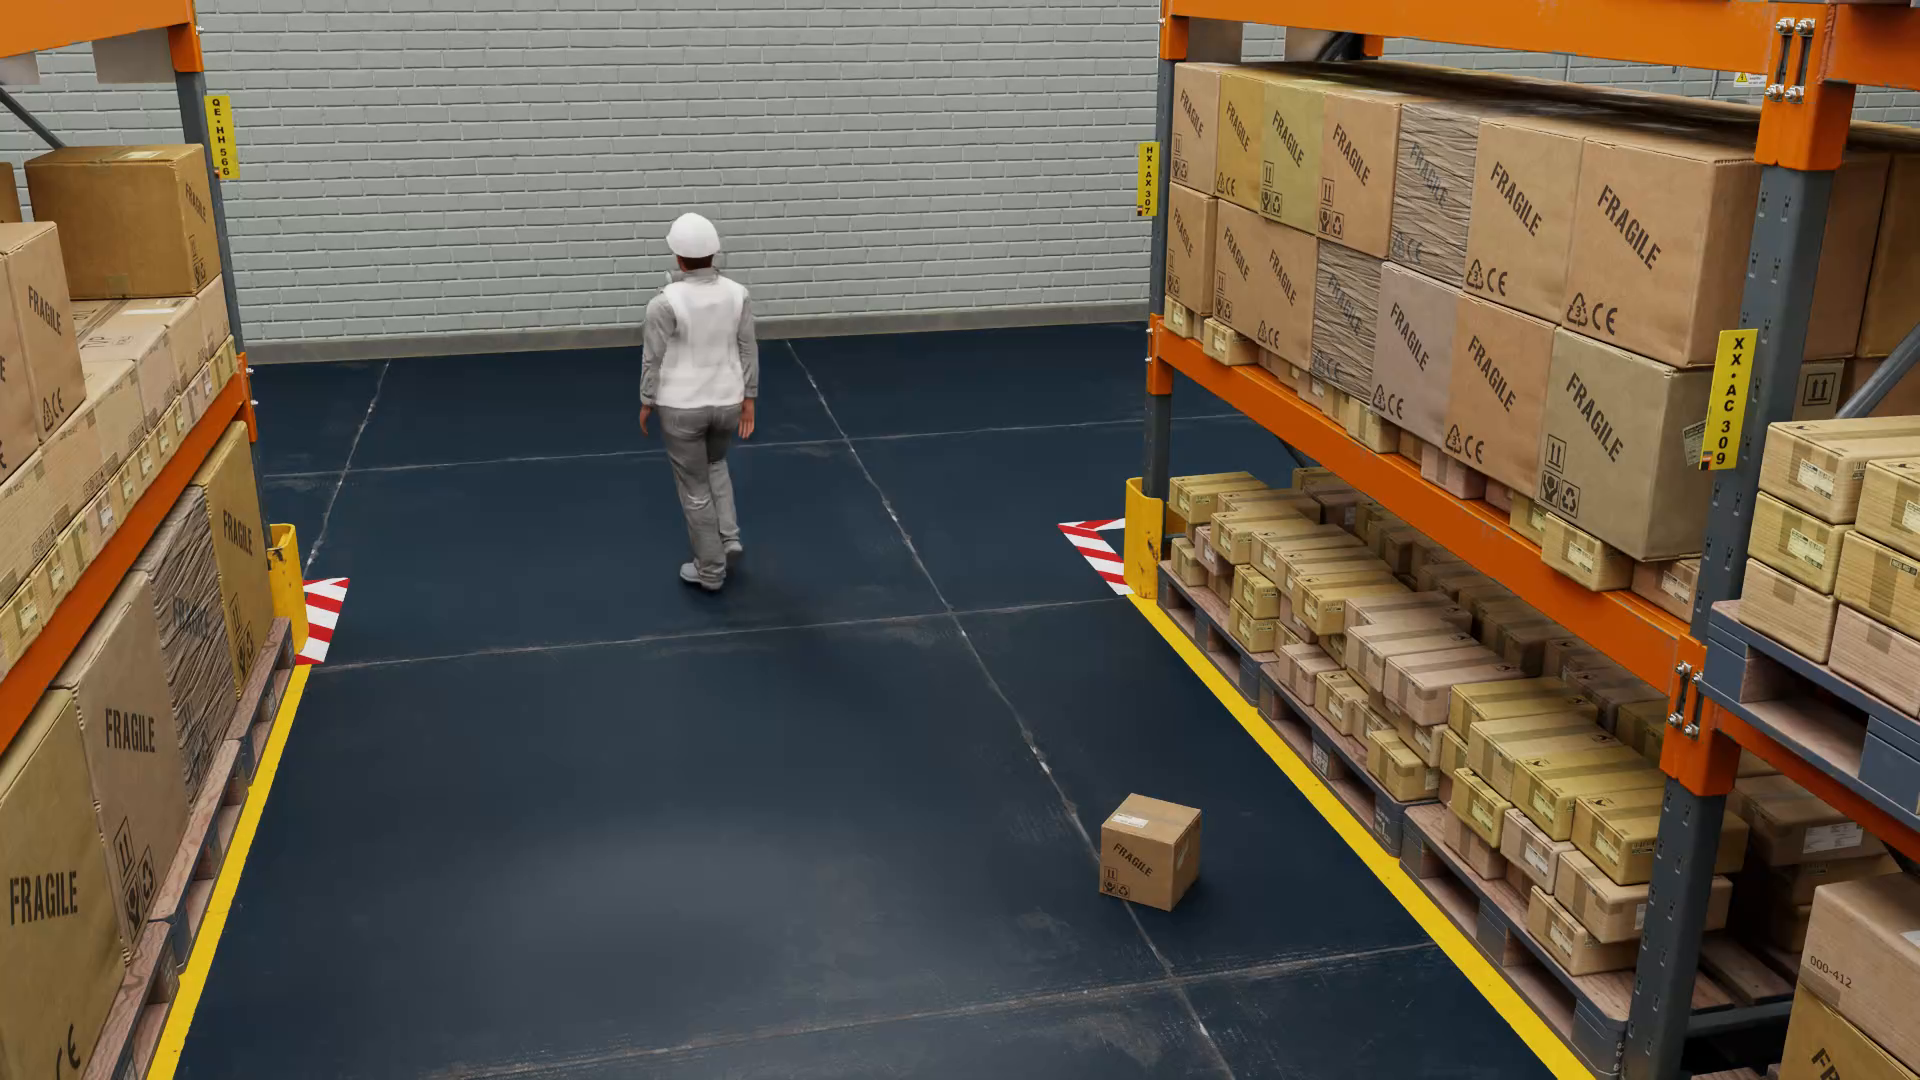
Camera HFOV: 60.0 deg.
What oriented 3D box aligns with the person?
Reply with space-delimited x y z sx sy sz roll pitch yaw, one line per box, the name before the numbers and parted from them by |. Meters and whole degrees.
person | -1.248 -0.638 7.824 0.528 1.810 0.483 -14 24 -35
